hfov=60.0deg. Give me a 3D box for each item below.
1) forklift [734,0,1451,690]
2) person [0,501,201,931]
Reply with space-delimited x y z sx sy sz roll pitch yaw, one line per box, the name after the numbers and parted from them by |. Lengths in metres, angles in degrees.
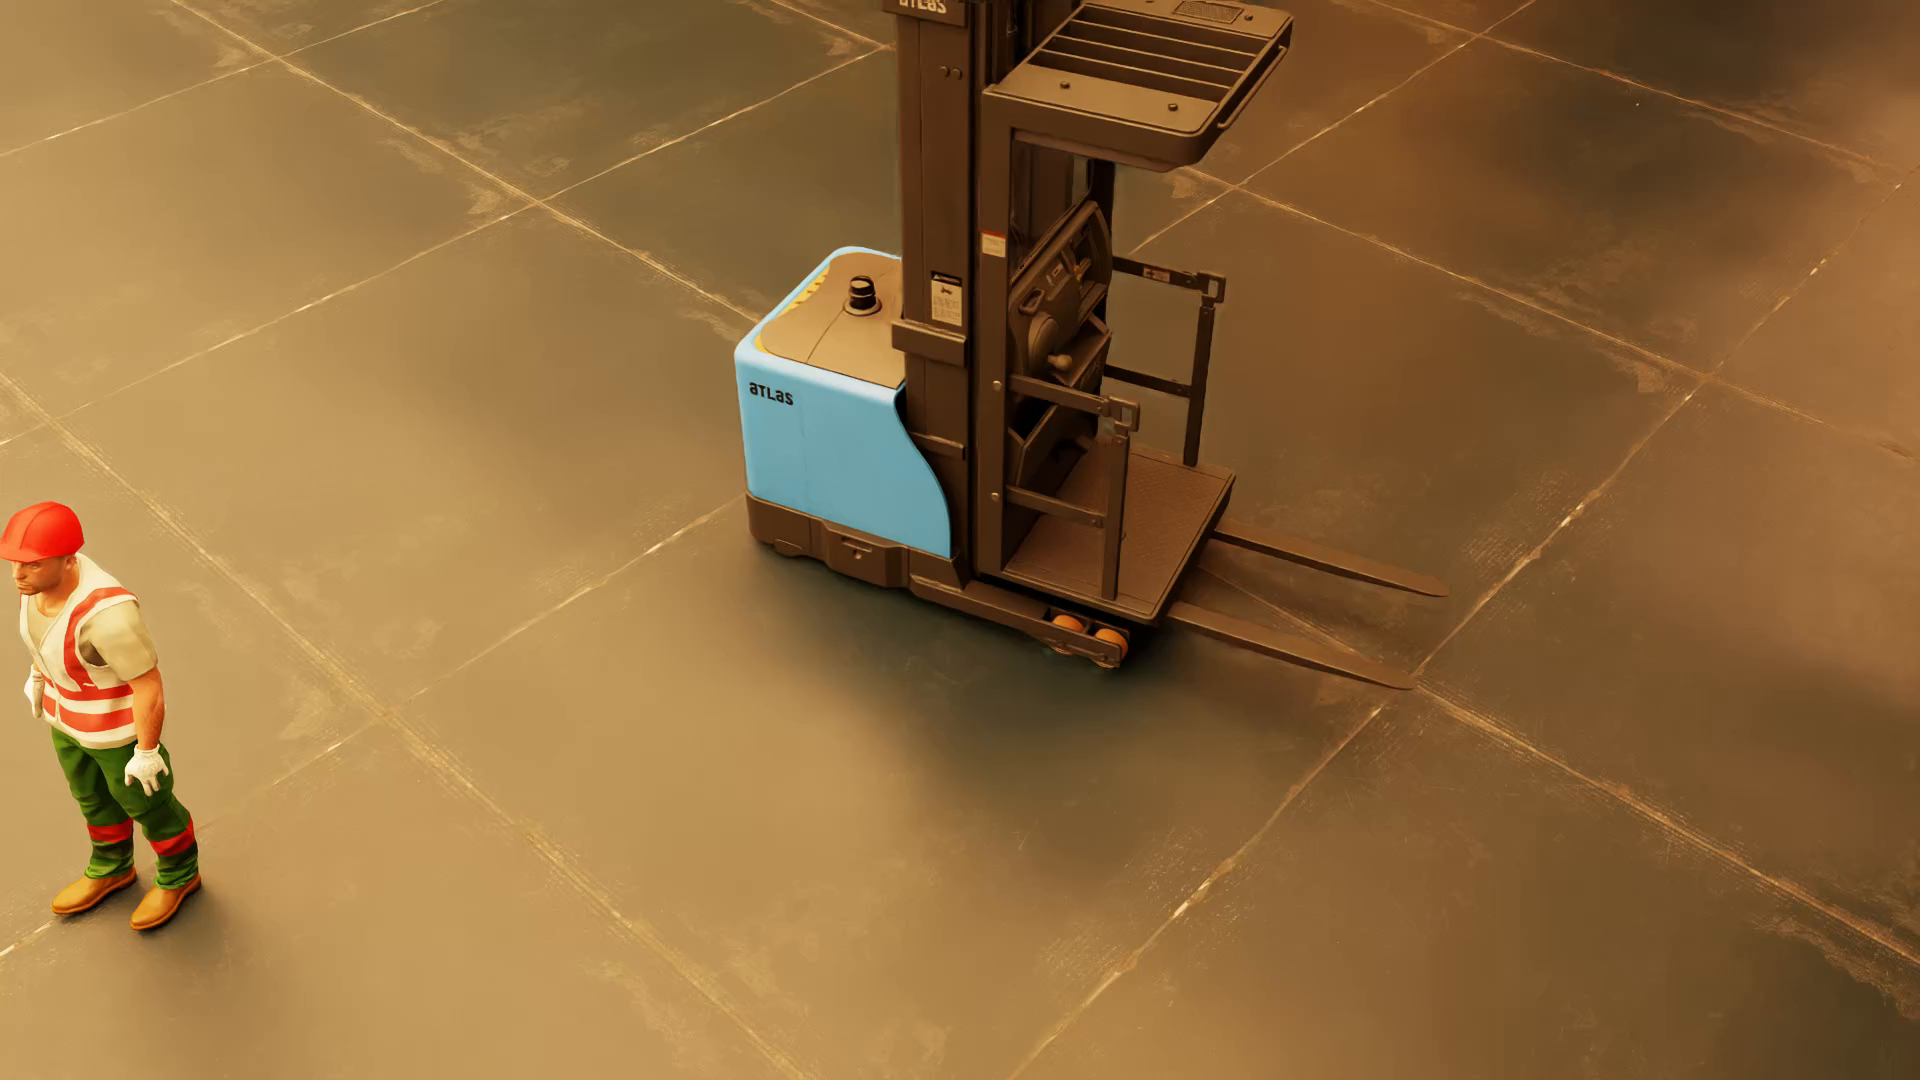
0.587 -0.967 6.556 3.031 2.935 1.130 17 44 19 | forklift
-2.928 0.636 5.552 0.637 1.787 0.564 24 46 25 | person
